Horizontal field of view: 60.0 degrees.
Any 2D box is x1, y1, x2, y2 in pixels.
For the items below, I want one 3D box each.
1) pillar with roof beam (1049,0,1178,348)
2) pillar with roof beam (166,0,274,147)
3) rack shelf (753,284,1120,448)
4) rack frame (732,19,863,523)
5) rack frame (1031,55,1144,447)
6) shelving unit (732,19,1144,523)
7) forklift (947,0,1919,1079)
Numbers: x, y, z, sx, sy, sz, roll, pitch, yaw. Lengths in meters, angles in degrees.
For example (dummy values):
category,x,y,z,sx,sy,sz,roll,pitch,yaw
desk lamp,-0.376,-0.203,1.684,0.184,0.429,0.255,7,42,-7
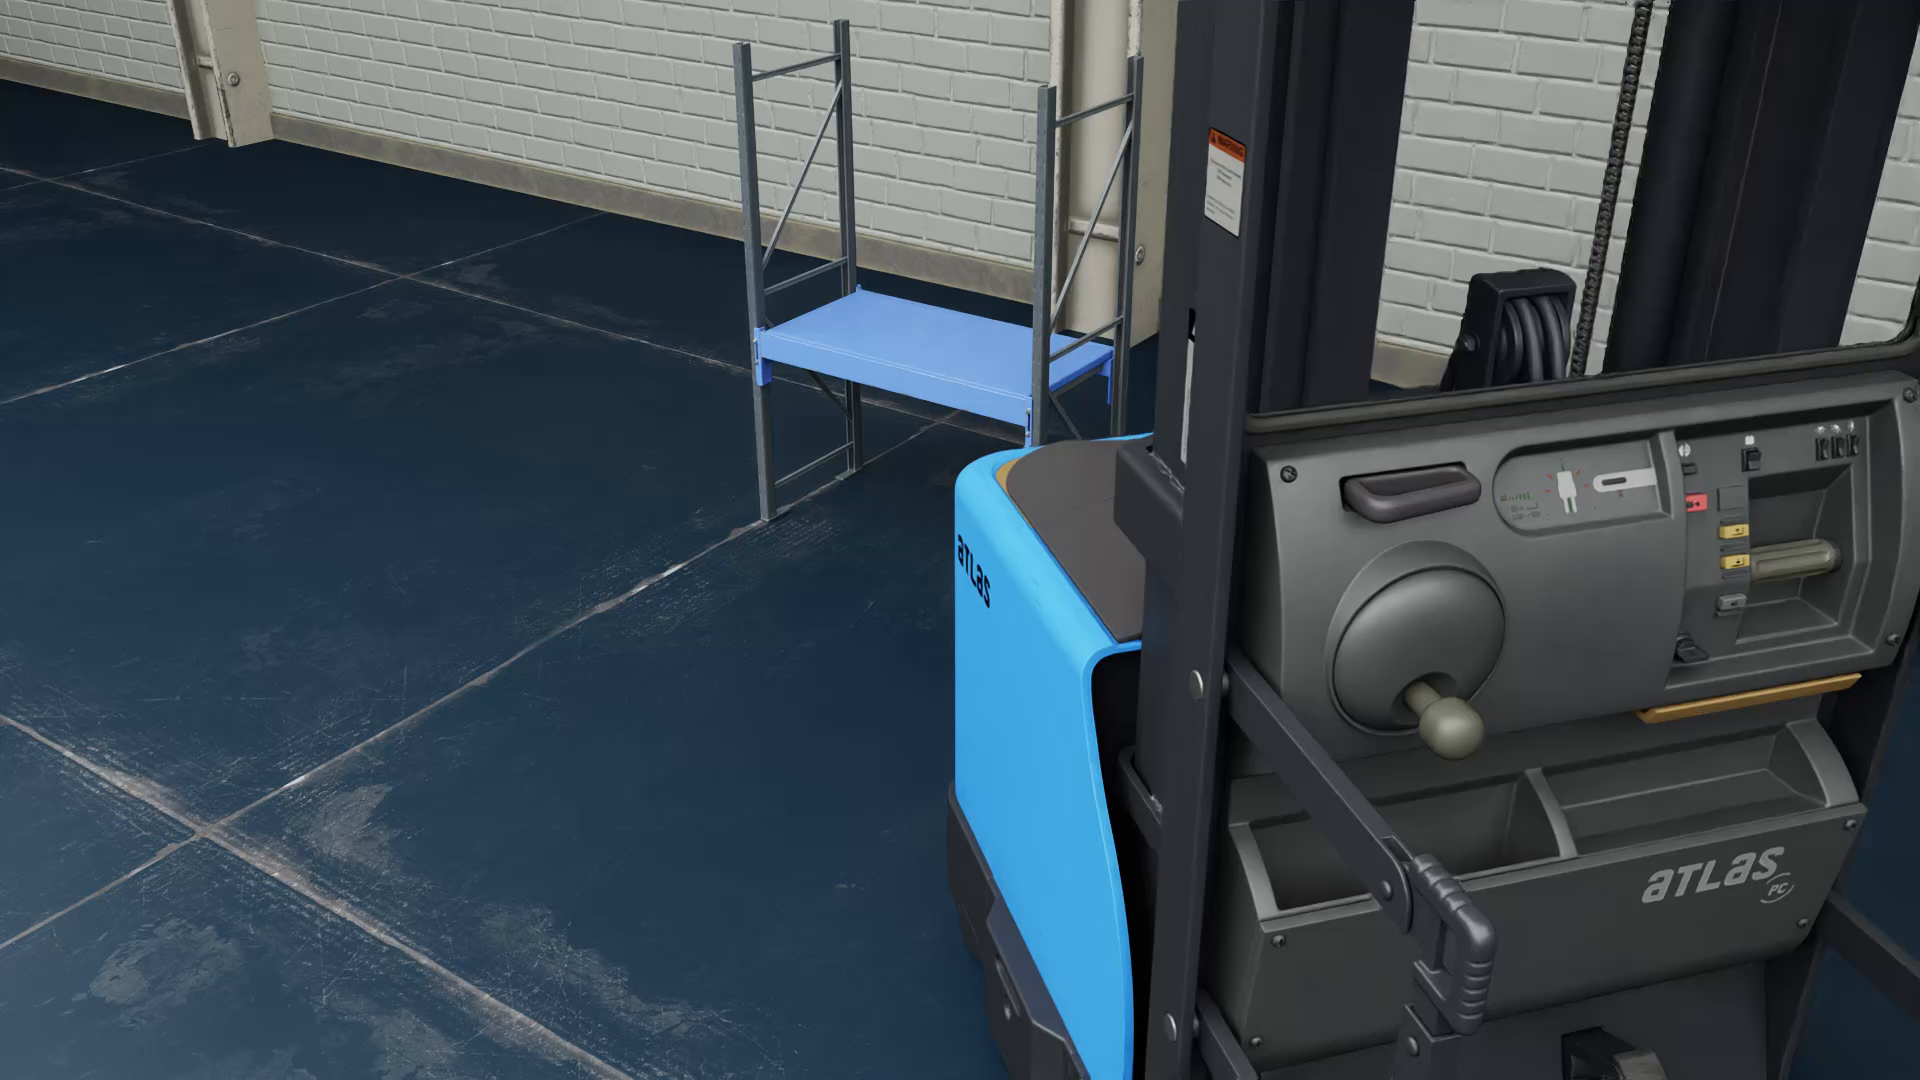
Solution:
category,x,y,z,sx,sy,sz,roll,pitch,yaw
pillar with roof beam,-1.843,-3.279,1.771,0.400,9.000,9.100,17,32,30
pillar with roof beam,-6.788,-4.819,4.798,0.400,9.000,9.100,17,32,30
rack shelf,-0.070,-0.530,5.034,1.000,0.185,0.538,17,32,30
rack frame,-0.489,-0.821,5.209,0.032,1.500,0.500,17,32,30
rack frame,0.349,-0.560,4.696,0.032,1.500,0.500,17,32,30
shelving unit,-0.070,-0.690,4.953,1.048,1.500,0.538,17,32,30
forklift,0.873,0.065,1.890,1.130,2.935,3.031,-7,28,-14
